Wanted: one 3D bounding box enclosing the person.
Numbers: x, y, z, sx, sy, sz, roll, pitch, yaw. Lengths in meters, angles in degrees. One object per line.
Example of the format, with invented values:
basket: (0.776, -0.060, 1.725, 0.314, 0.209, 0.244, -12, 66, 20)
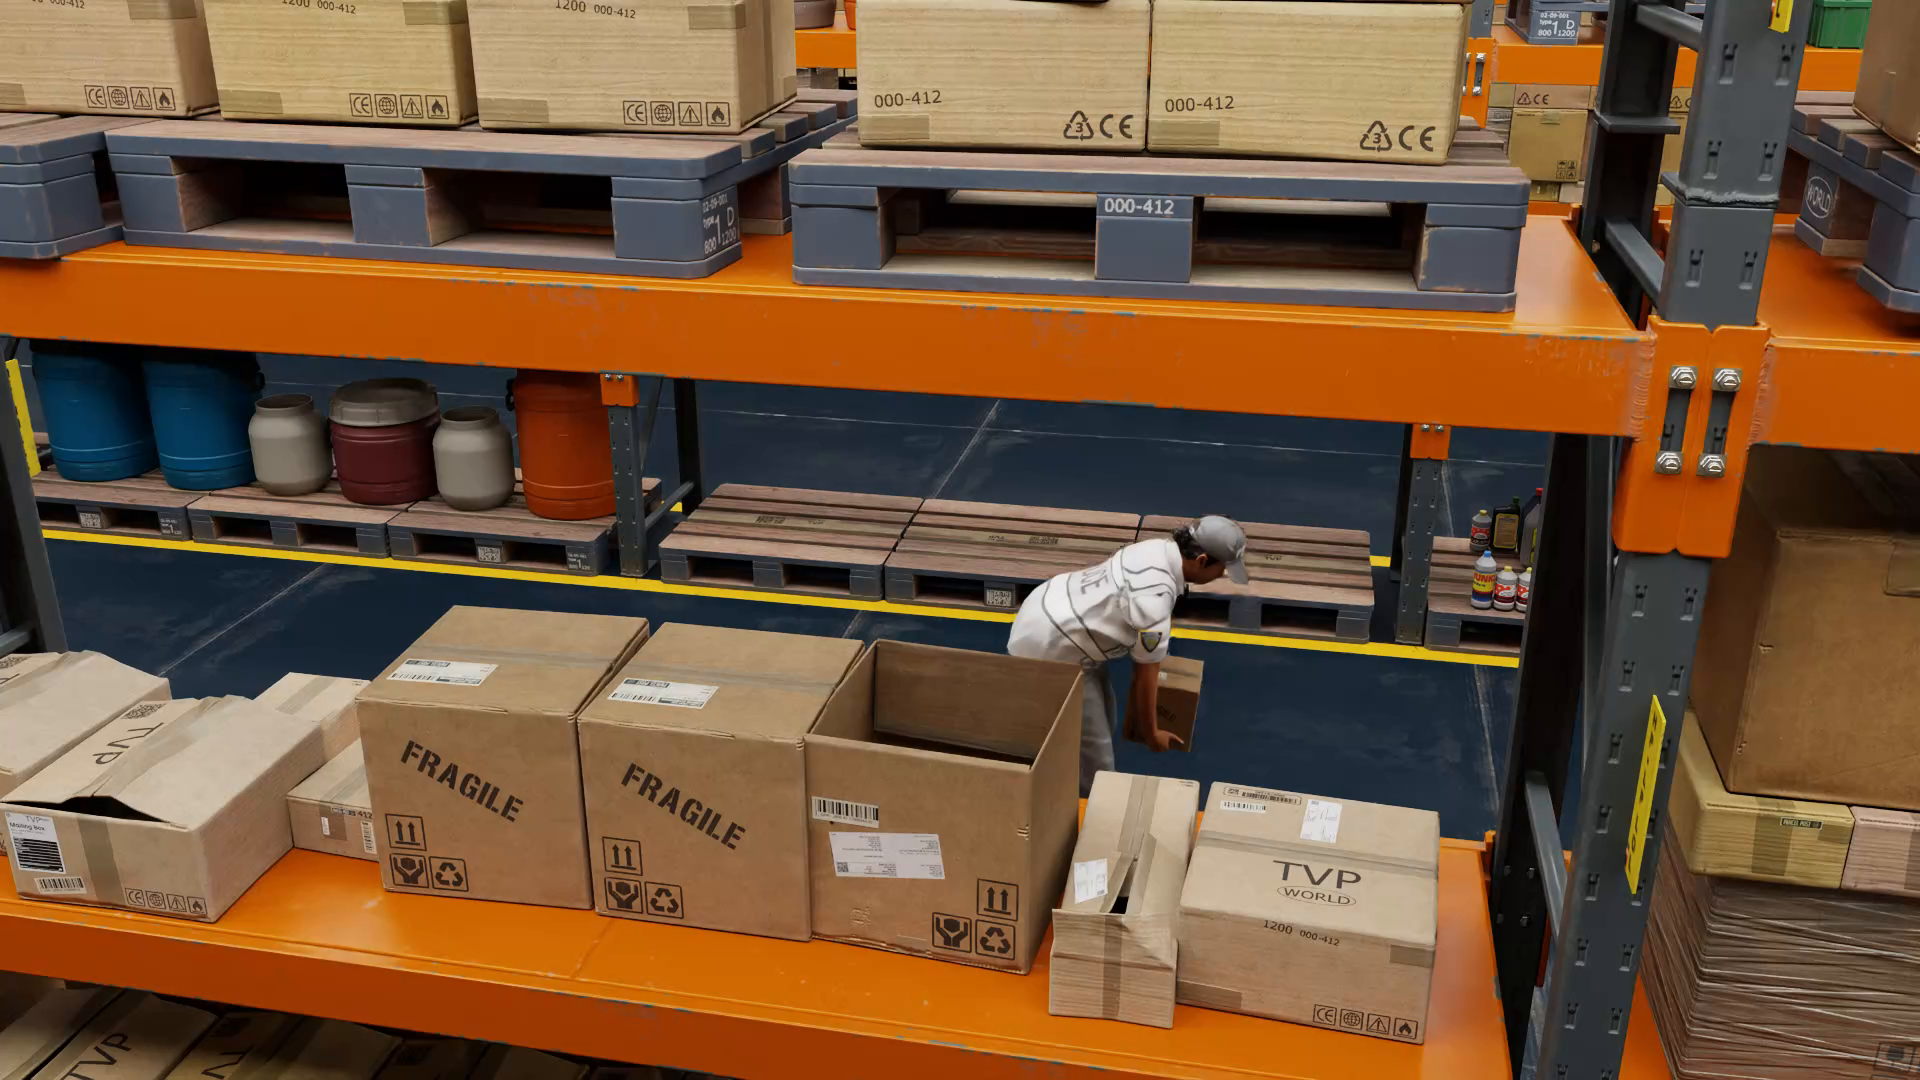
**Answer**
person: (0.609, 0.547, 6.091, 0.826, 1.390, 0.452, 4, 22, 10)
